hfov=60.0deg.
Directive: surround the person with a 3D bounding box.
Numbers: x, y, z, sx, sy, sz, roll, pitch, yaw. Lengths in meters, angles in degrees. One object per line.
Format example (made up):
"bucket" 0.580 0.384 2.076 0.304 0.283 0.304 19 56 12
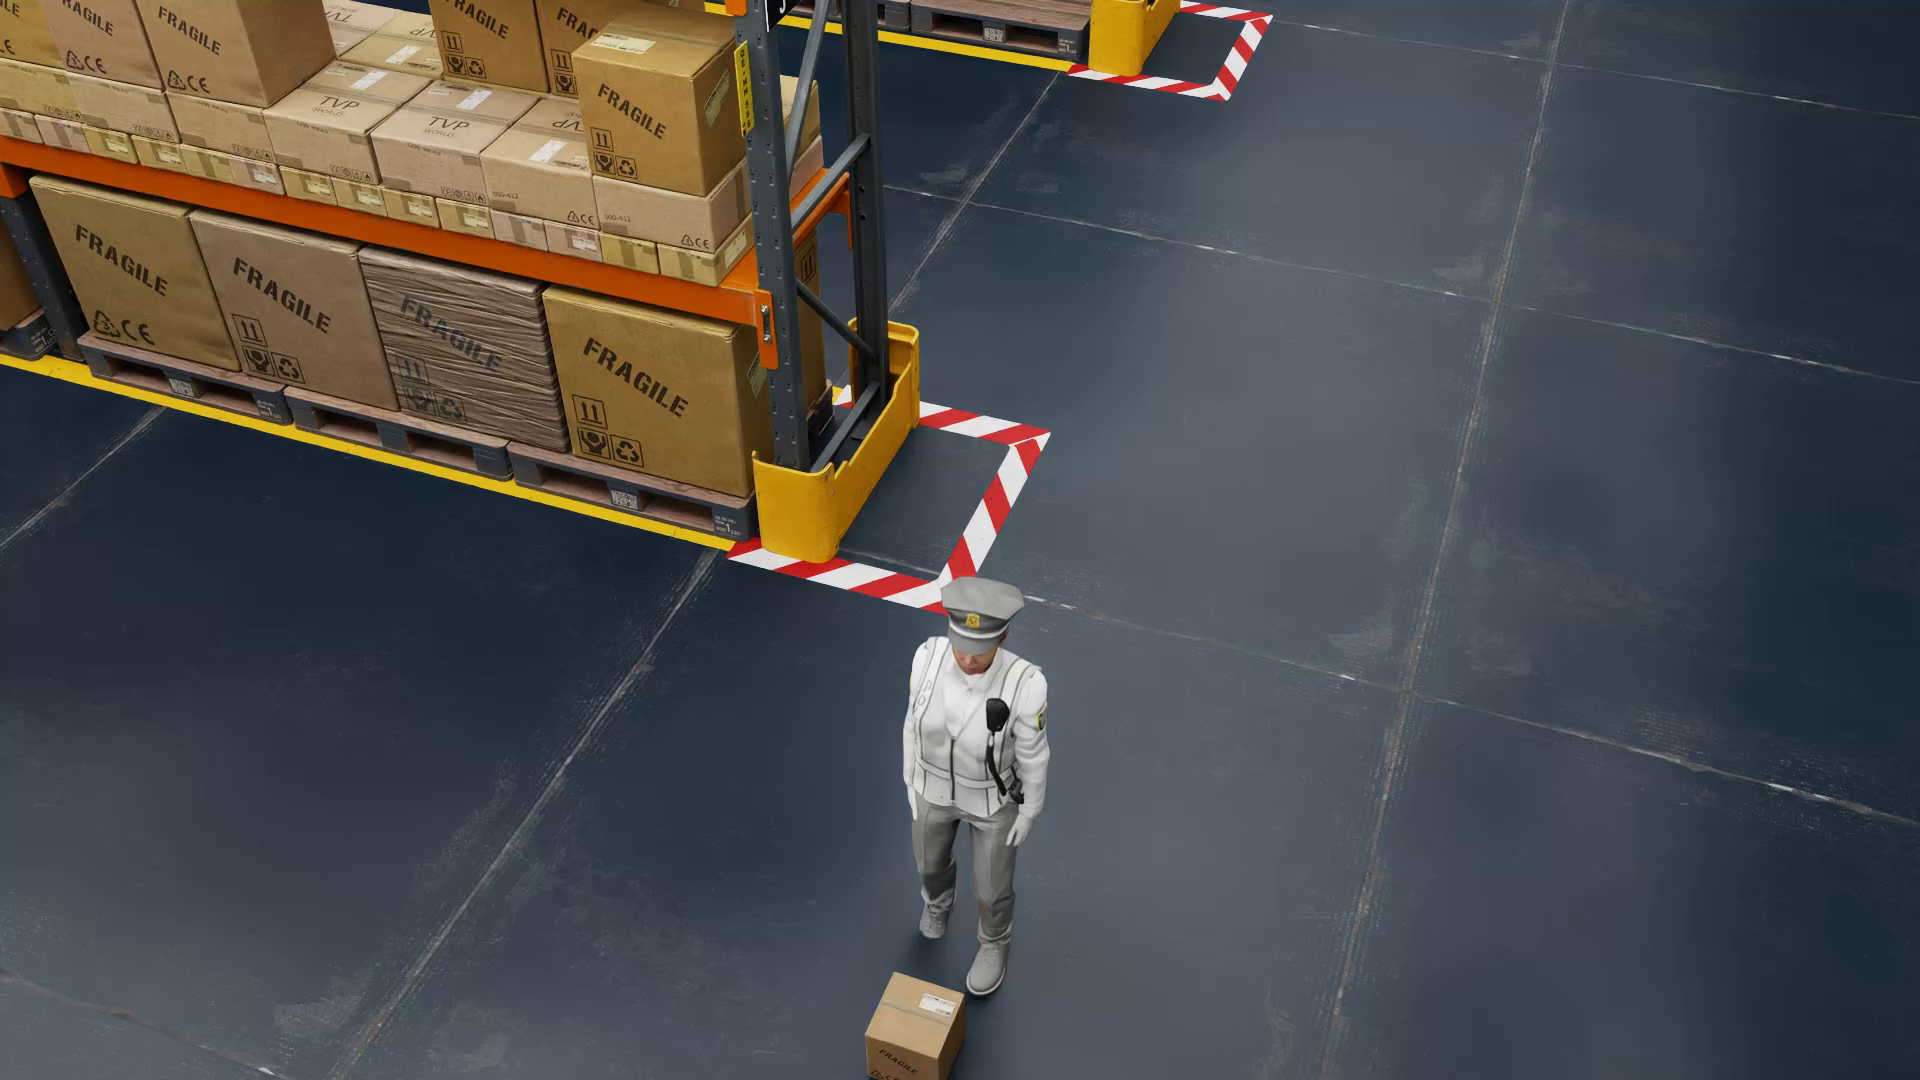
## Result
"person" 0.035 0.817 5.280 0.471 1.733 0.378 15 44 16
